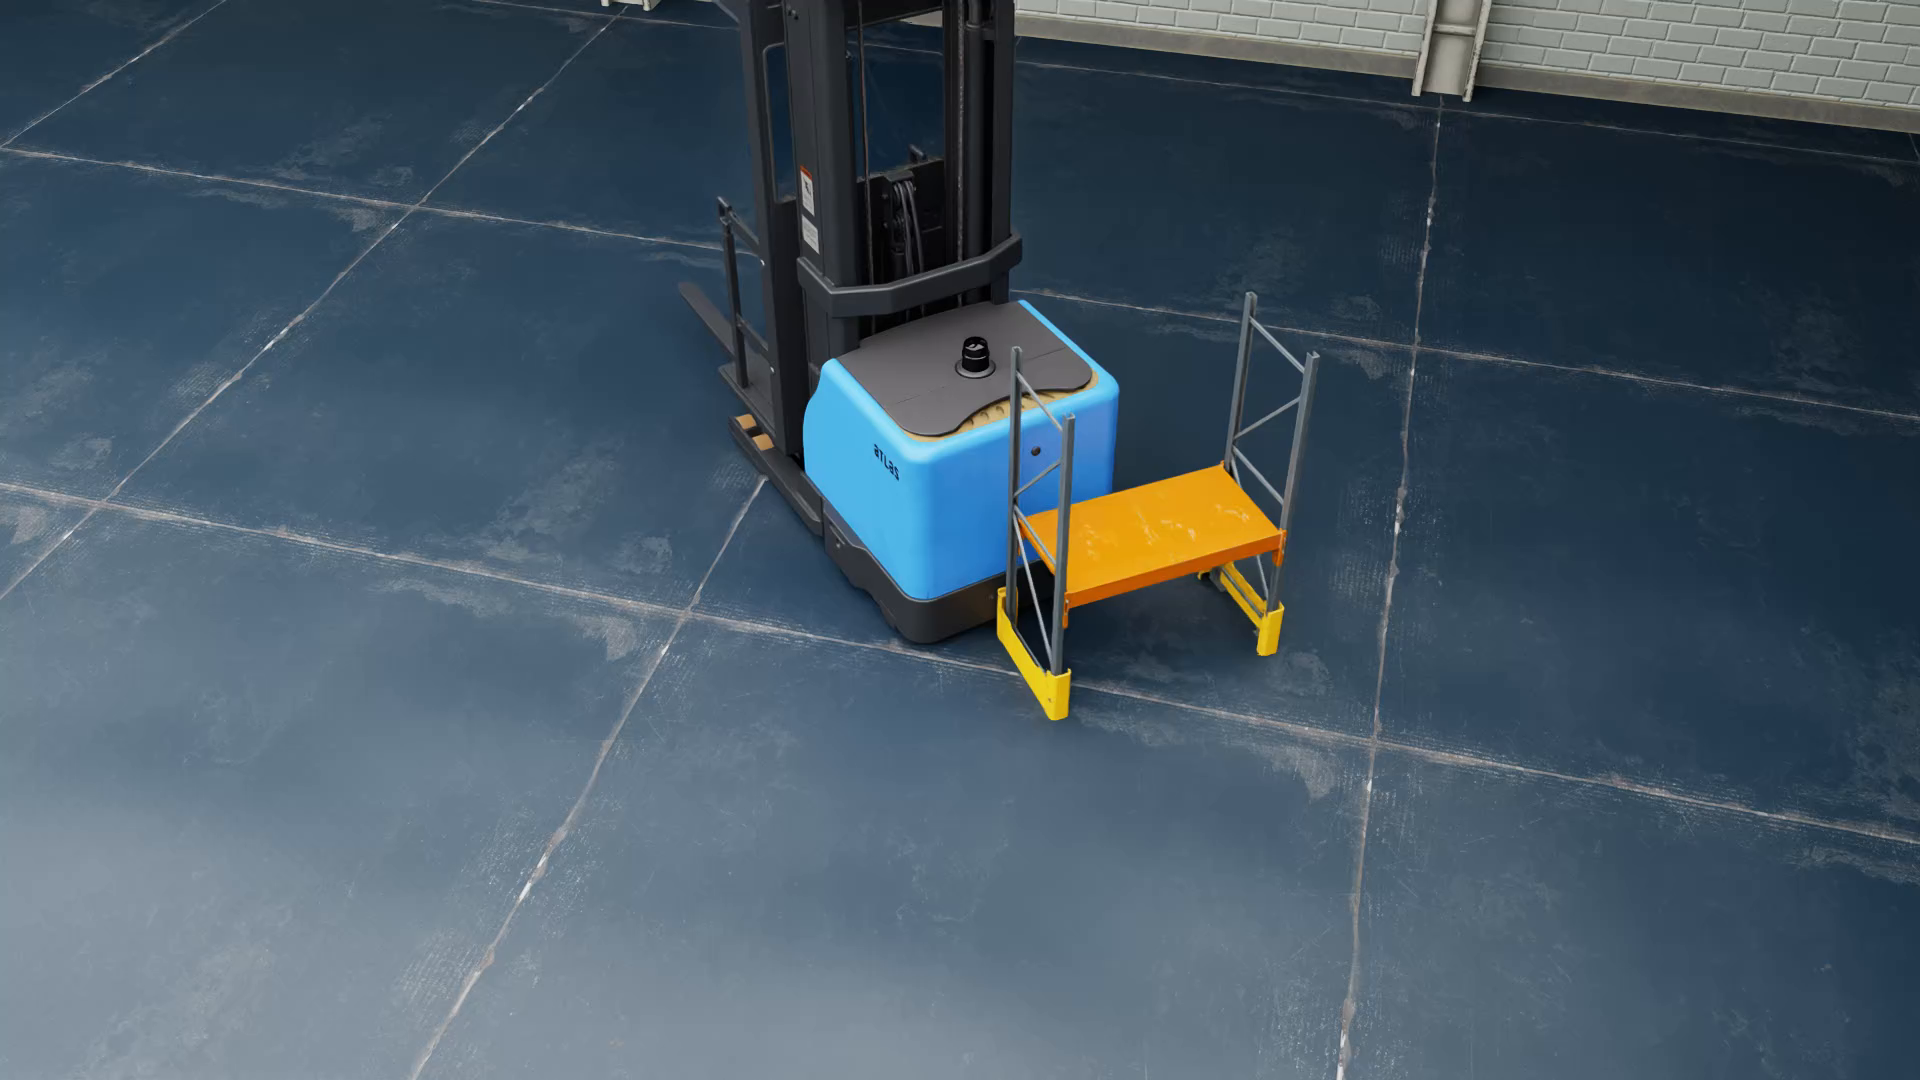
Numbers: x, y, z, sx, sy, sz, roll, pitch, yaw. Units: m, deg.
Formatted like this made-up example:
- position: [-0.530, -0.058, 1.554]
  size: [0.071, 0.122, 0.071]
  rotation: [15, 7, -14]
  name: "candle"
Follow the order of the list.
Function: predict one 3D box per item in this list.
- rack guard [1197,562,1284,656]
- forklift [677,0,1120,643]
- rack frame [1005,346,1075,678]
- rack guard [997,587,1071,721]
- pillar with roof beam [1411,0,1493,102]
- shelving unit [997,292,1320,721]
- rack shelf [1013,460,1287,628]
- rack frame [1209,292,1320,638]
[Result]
- position: [1.223, 0.224, 7.288]
  size: [0.087, 0.250, 0.587]
  rotation: [-15, 42, -17]
  name: "rack guard"
- position: [-0.495, -1.611, 7.389]
  size: [1.130, 2.935, 3.031]
  rotation: [-20, 44, -23]
  name: "forklift"
- position: [0.303, -0.007, 6.593]
  size: [0.032, 1.500, 0.500]
  rotation: [-15, 42, -17]
  name: "rack frame"
- position: [0.304, 0.471, 6.995]
  size: [0.087, 0.250, 0.587]
  rotation: [-15, 42, -17]
  name: "rack guard"
- position: [2.207, -3.875, 5.367]
  size: [0.400, 9.000, 9.100]
  rotation: [10, 41, 11]
  name: "pillar with roof beam"
- position: [0.764, -0.131, 6.740]
  size: [1.083, 1.500, 0.587]
  rotation: [-15, 42, -17]
  name: "shelving unit"
- position: [0.772, 0.005, 6.858]
  size: [1.000, 0.185, 0.538]
  rotation: [-15, 42, -17]
  name: "rack shelf"
- position: [1.241, -0.259, 6.892]
  size: [0.032, 1.500, 0.500]
  rotation: [-15, 42, -17]
  name: "rack frame"
